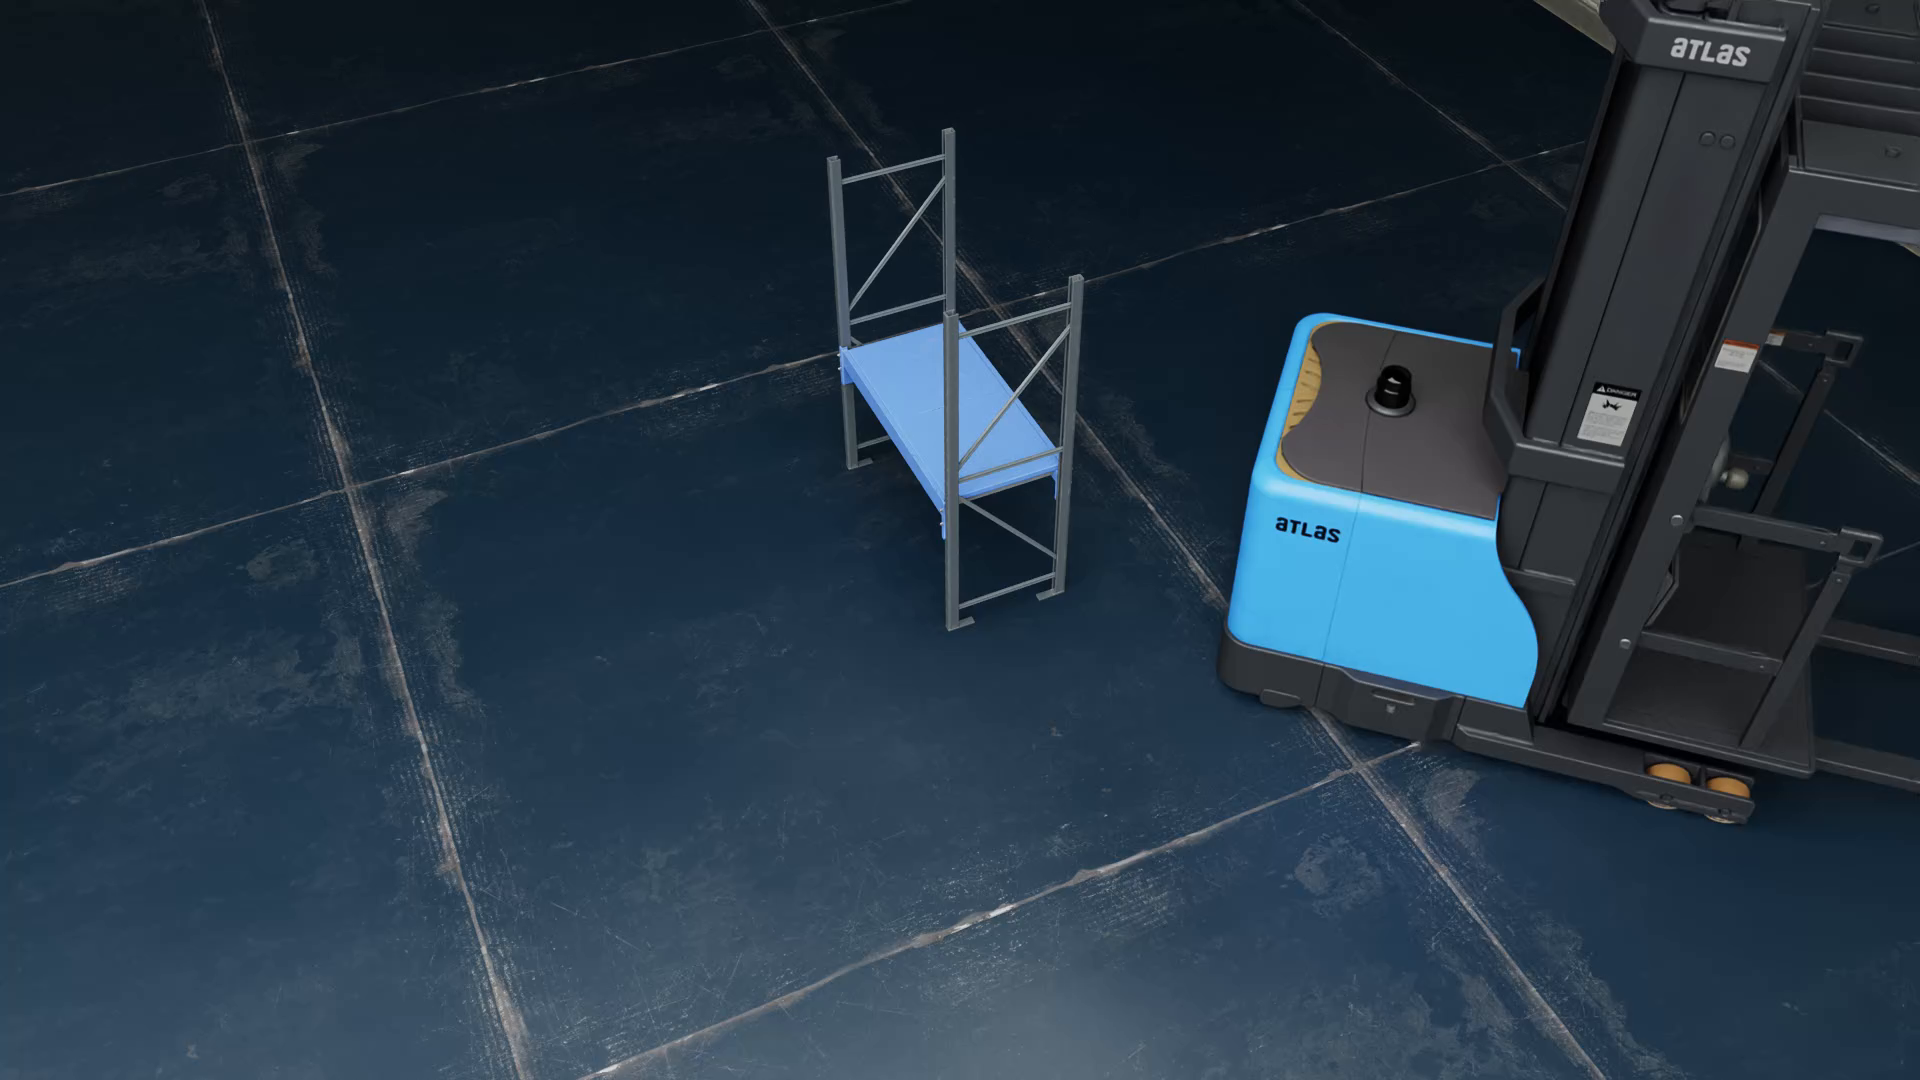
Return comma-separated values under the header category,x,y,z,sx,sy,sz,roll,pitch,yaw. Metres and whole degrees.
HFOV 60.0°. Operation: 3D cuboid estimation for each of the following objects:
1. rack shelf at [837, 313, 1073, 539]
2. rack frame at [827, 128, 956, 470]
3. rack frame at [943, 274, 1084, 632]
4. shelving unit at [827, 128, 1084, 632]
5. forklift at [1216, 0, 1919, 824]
category,x,y,z,sx,sy,sz,roll,pitch,yaw
rack shelf,-0.036,-0.460,6.405,0.538,0.185,1.000,-18,47,-17
rack frame,-0.250,-0.912,6.607,0.500,1.500,0.032,-18,47,-17
rack frame,0.178,-0.264,5.950,0.500,1.500,0.032,-18,47,-17
shelving unit,-0.036,-0.588,6.278,0.538,1.500,1.048,-18,47,-17
forklift,2.525,-0.486,5.155,3.031,2.935,1.130,13,46,13
